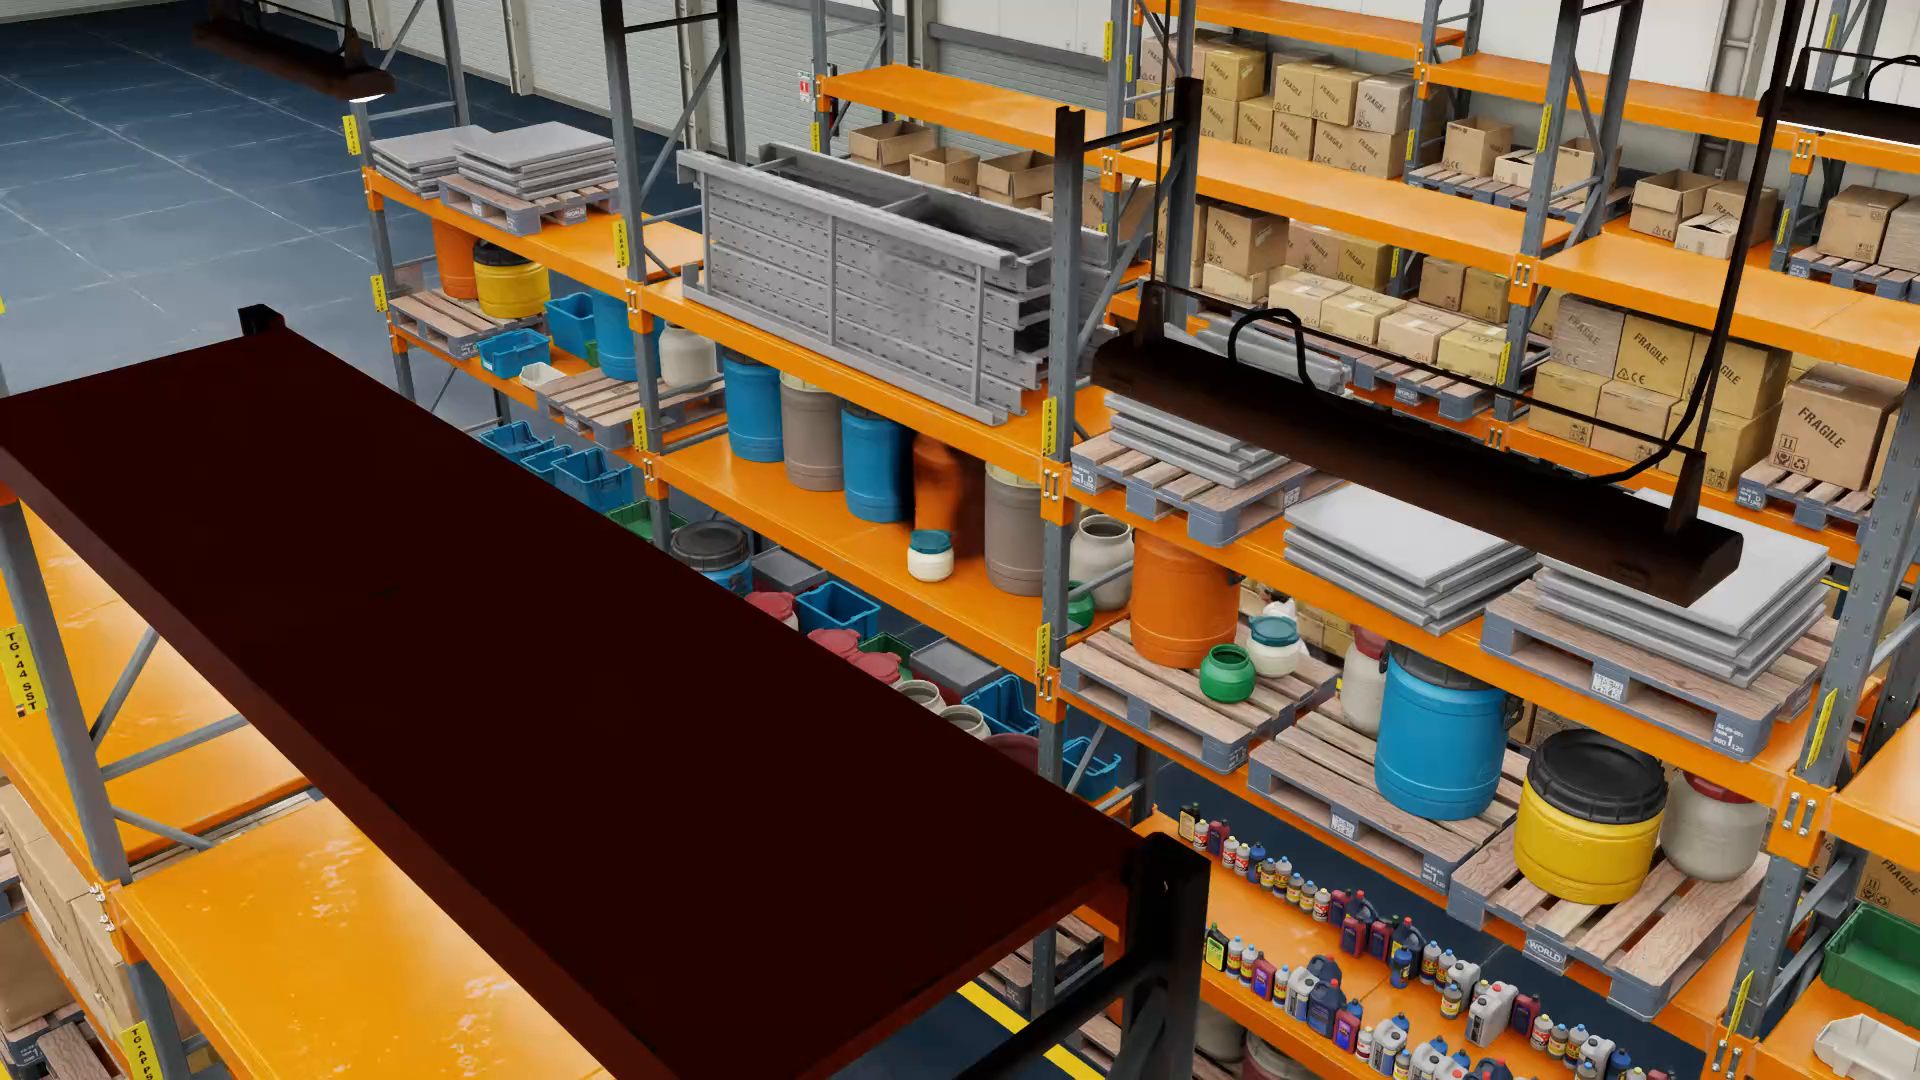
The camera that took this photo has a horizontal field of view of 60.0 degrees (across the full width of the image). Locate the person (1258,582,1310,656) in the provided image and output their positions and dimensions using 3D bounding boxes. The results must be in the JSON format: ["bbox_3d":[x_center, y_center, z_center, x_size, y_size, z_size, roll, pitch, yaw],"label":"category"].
[{"bbox_3d":[2.558,0.996,13.342,0.749,1.579,0.607,13,31,22],"label":"person"}]
